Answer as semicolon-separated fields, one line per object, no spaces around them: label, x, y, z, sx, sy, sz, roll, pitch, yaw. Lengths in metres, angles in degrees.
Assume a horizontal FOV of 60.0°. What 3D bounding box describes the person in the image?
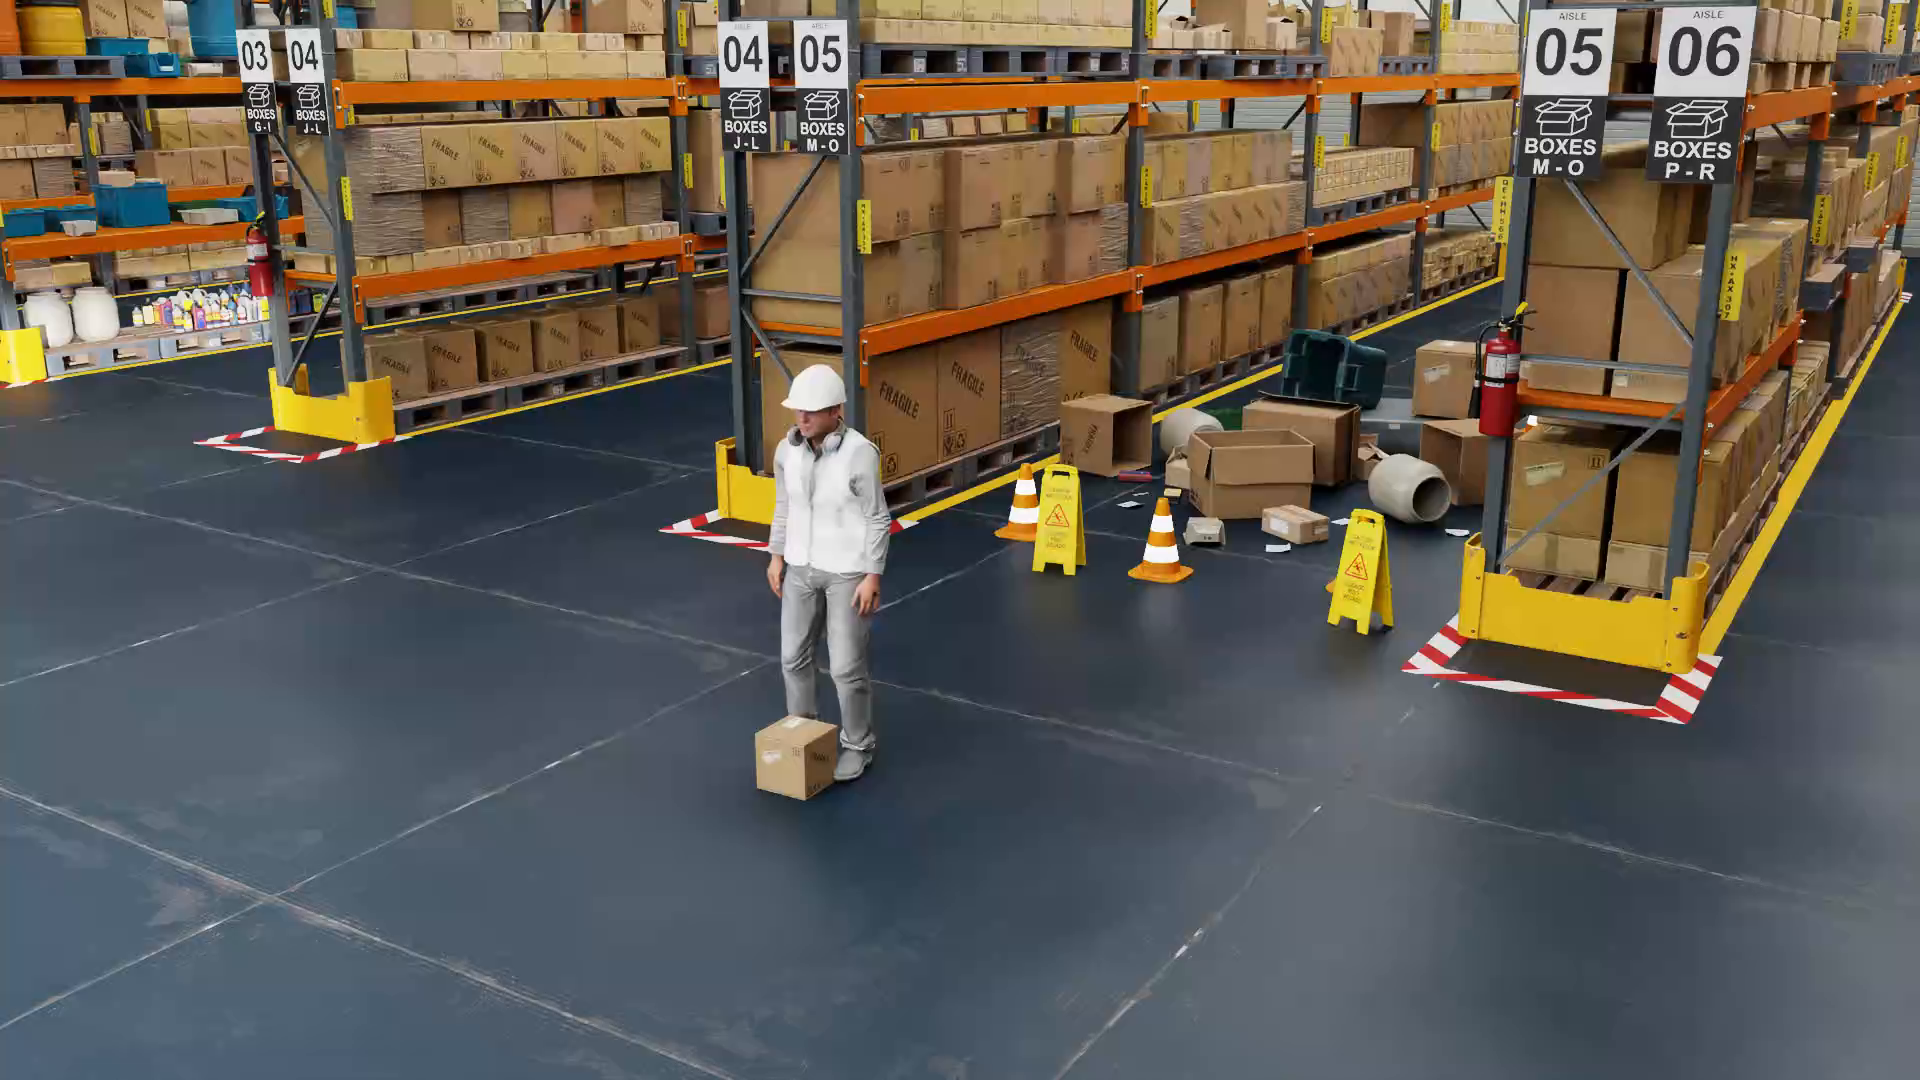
person;-0.564;0.125;7.052;0.580;1.771;0.464;10;19;30
